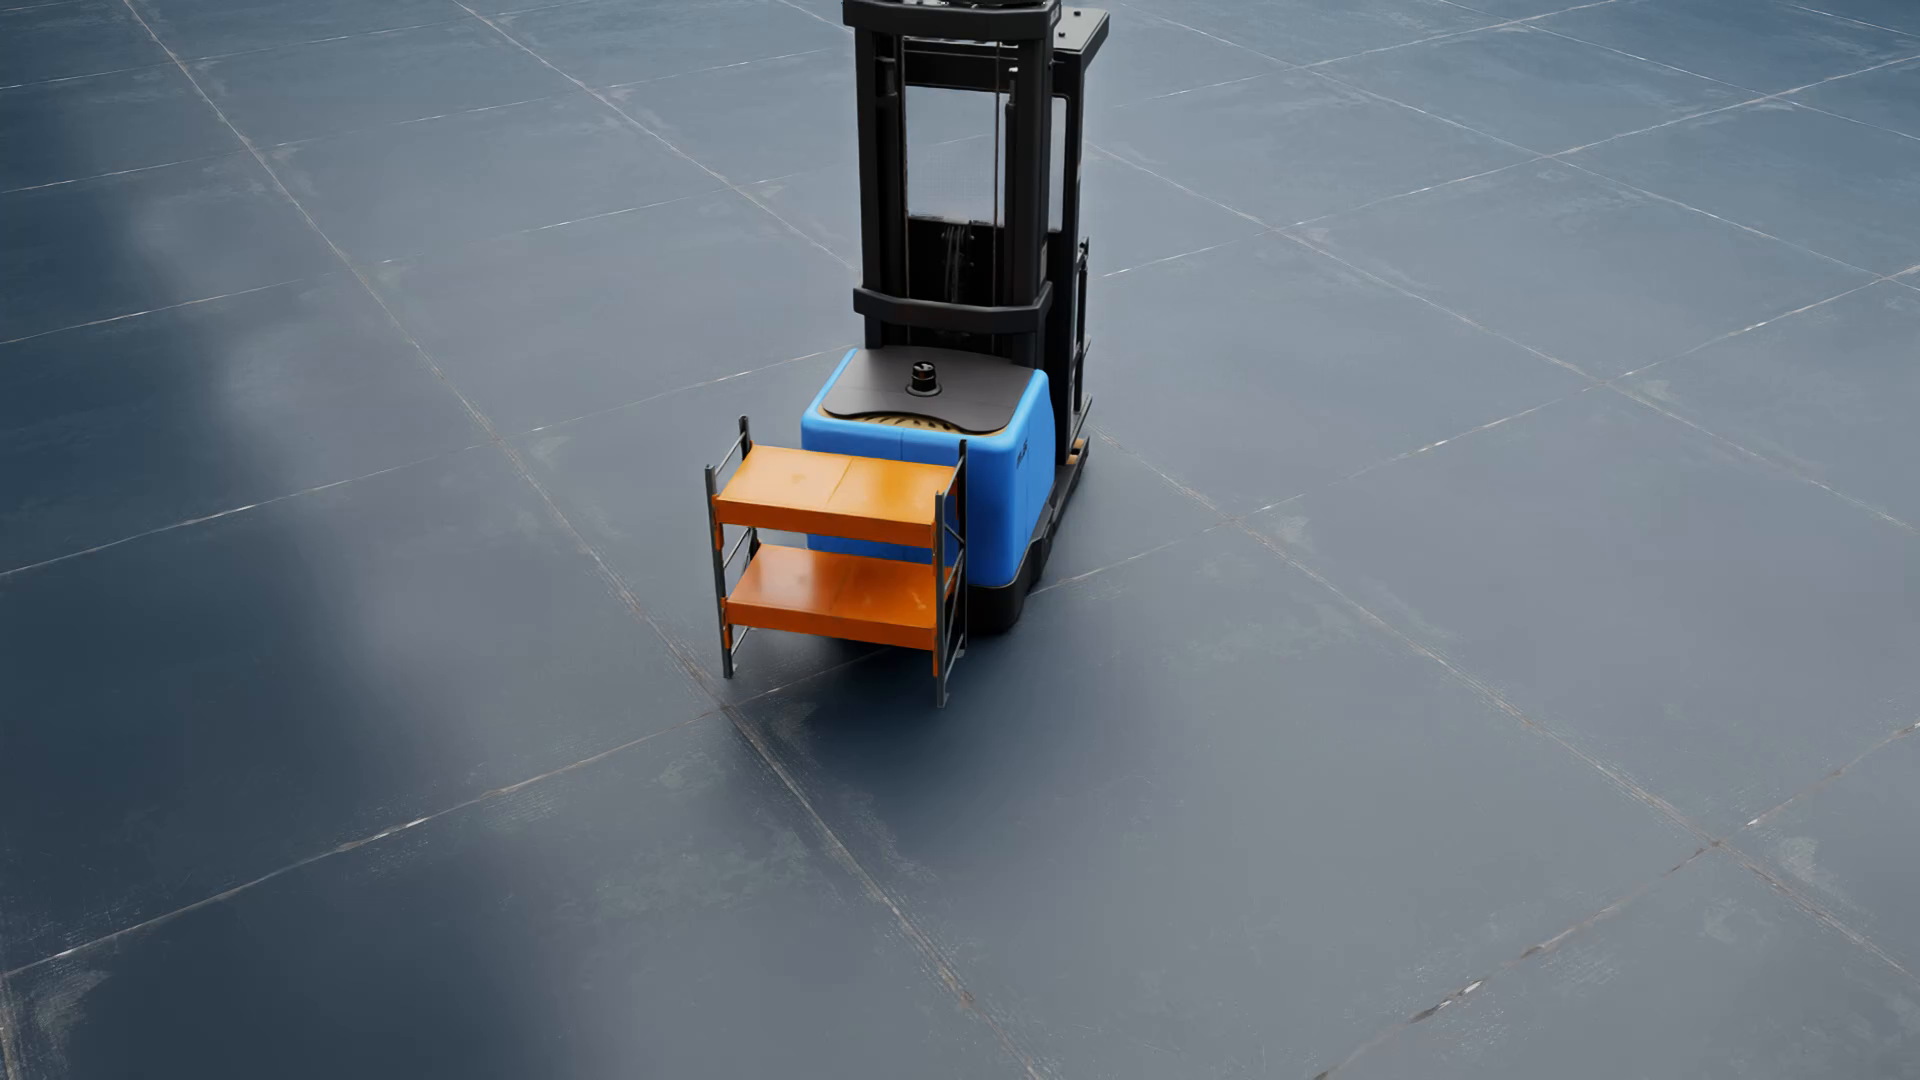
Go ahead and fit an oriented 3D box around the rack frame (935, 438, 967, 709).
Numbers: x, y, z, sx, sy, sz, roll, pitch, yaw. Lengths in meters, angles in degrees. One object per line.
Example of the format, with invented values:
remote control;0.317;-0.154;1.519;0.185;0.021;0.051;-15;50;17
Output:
rack frame;-0.036;0.158;7.446;0.032;1.125;0.500;7;33;11

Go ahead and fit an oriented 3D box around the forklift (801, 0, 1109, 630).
forklift;0.108;-1.590;8.524;1.130;2.935;3.031;8;33;12

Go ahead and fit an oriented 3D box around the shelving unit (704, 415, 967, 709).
shelving unit;-0.532;0.098;7.540;1.048;1.125;0.538;7;33;11

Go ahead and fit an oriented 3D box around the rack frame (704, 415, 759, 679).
rack frame;-1.028;0.039;7.634;0.032;1.125;0.500;7;33;11

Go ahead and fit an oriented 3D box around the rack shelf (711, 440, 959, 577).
rack shelf;-0.532;-0.149;7.384;1.000;0.278;0.538;7;33;11

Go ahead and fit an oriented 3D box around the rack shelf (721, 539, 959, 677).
rack shelf;-0.532;0.305;7.670;1.000;0.278;0.538;7;33;11
